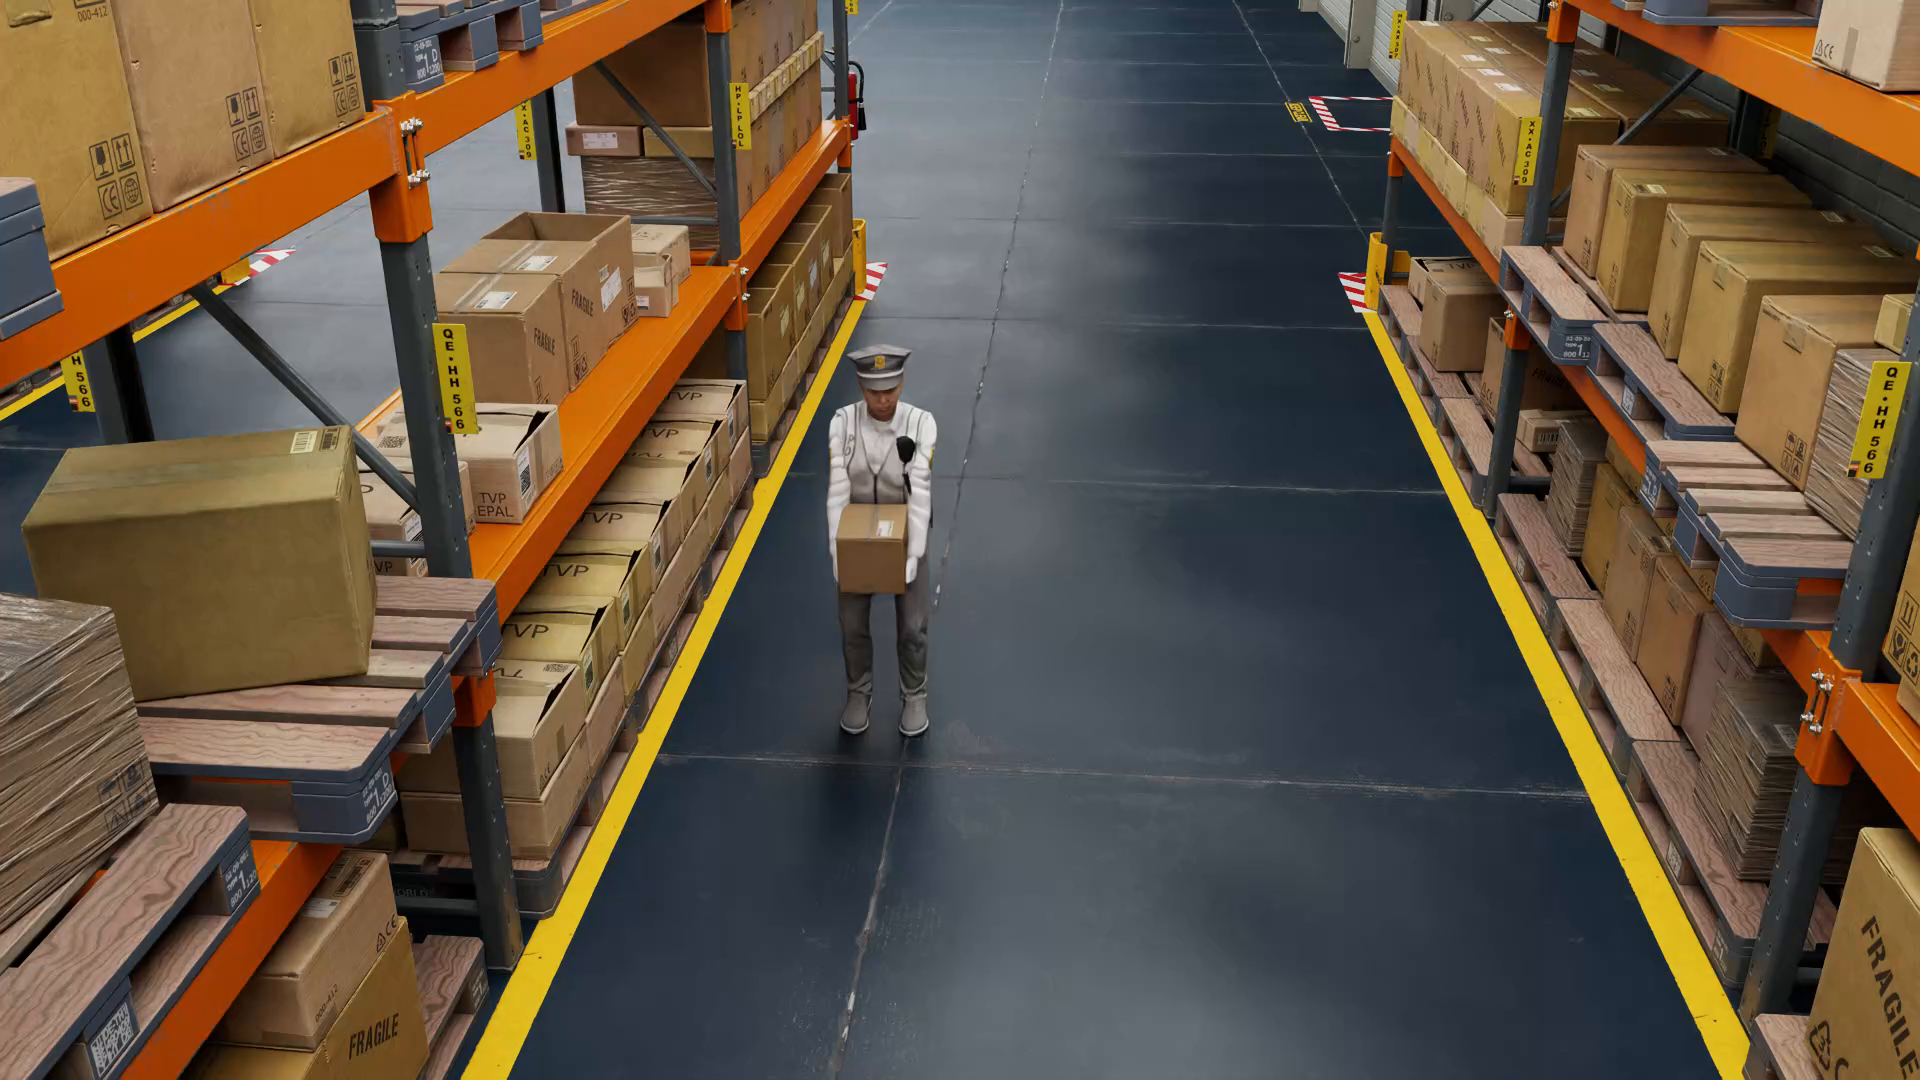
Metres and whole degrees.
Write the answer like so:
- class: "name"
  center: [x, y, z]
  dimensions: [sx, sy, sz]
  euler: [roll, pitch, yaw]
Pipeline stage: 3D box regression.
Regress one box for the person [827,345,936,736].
- class: "person"
  center: [-0.302, 0.033, 6.560]
  dimensions: [0.416, 1.651, 0.544]
  euler: [1, 25, 3]
